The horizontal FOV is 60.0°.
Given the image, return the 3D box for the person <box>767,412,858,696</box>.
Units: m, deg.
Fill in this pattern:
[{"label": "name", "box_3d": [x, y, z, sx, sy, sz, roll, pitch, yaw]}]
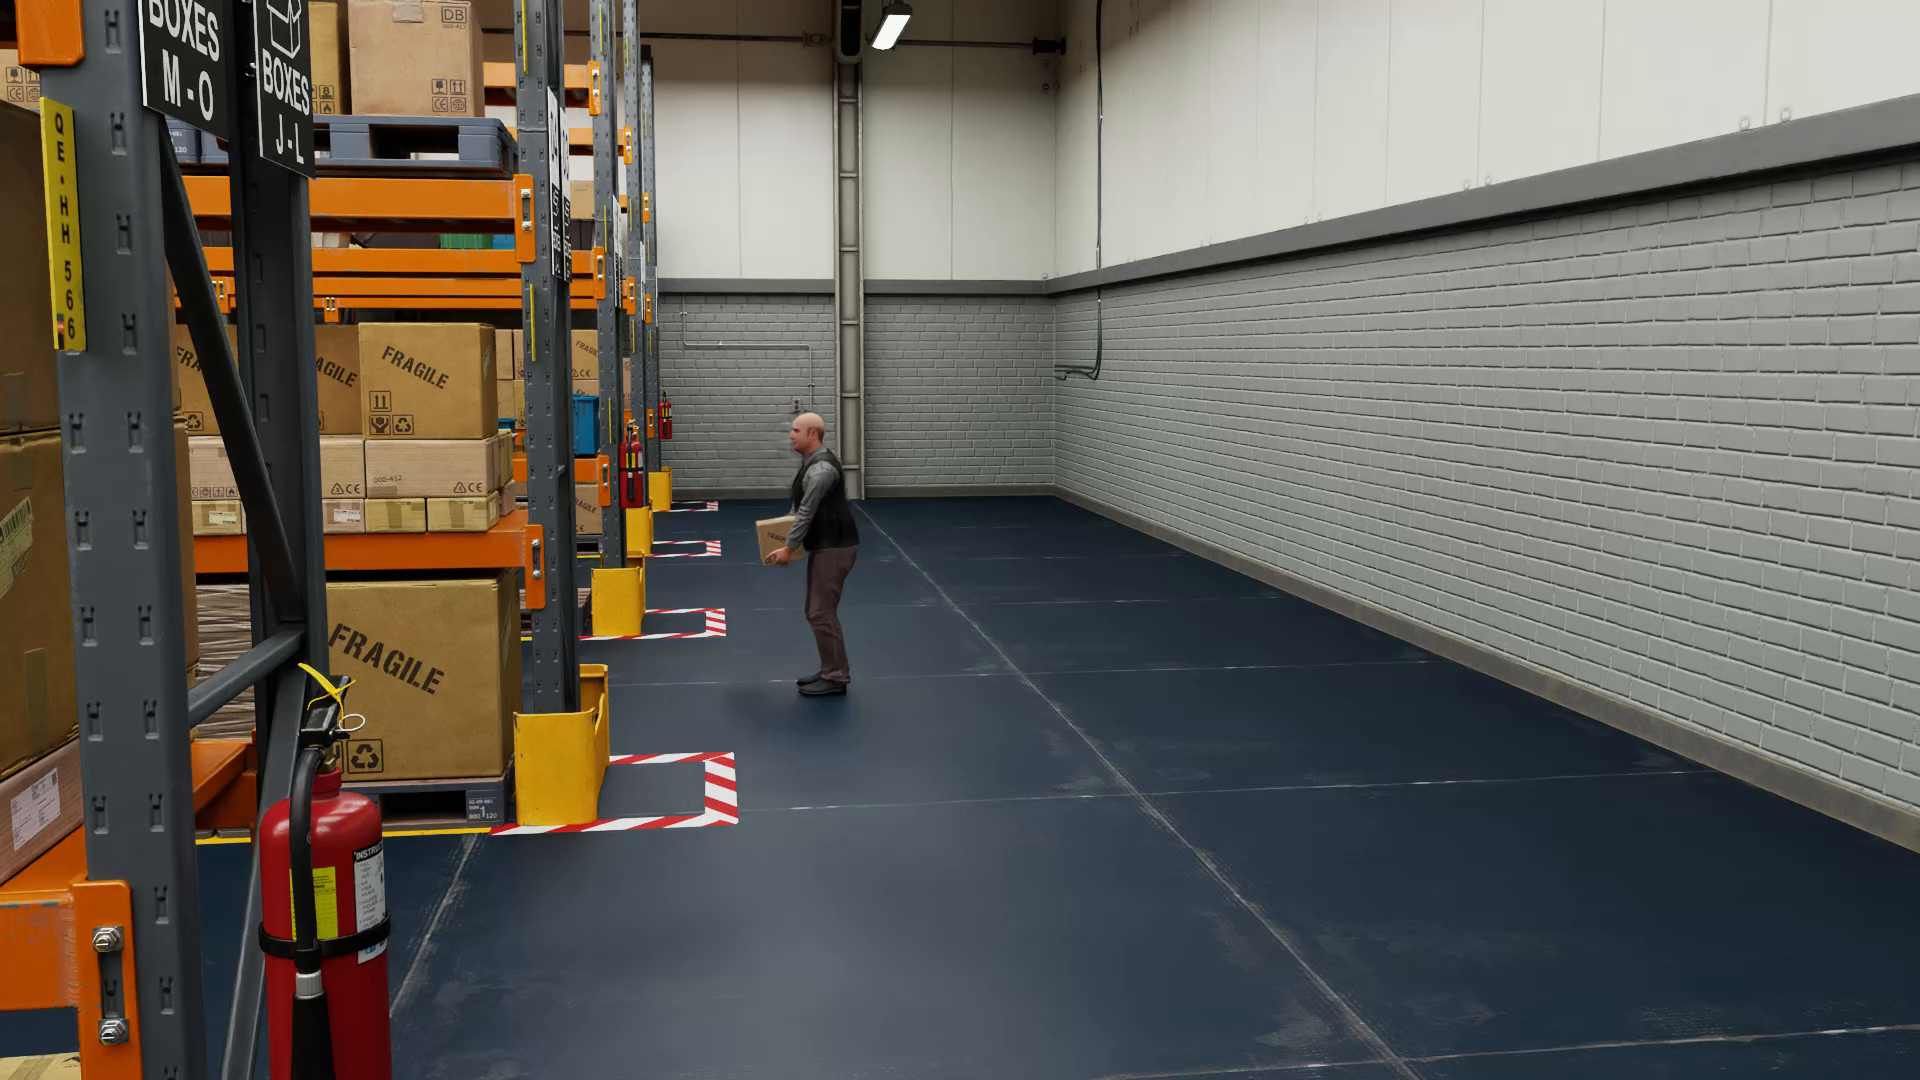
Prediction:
[{"label": "person", "box_3d": [-0.903, 0.078, 10.161, 0.554, 1.717, 0.495, -1, 6, -8]}]
